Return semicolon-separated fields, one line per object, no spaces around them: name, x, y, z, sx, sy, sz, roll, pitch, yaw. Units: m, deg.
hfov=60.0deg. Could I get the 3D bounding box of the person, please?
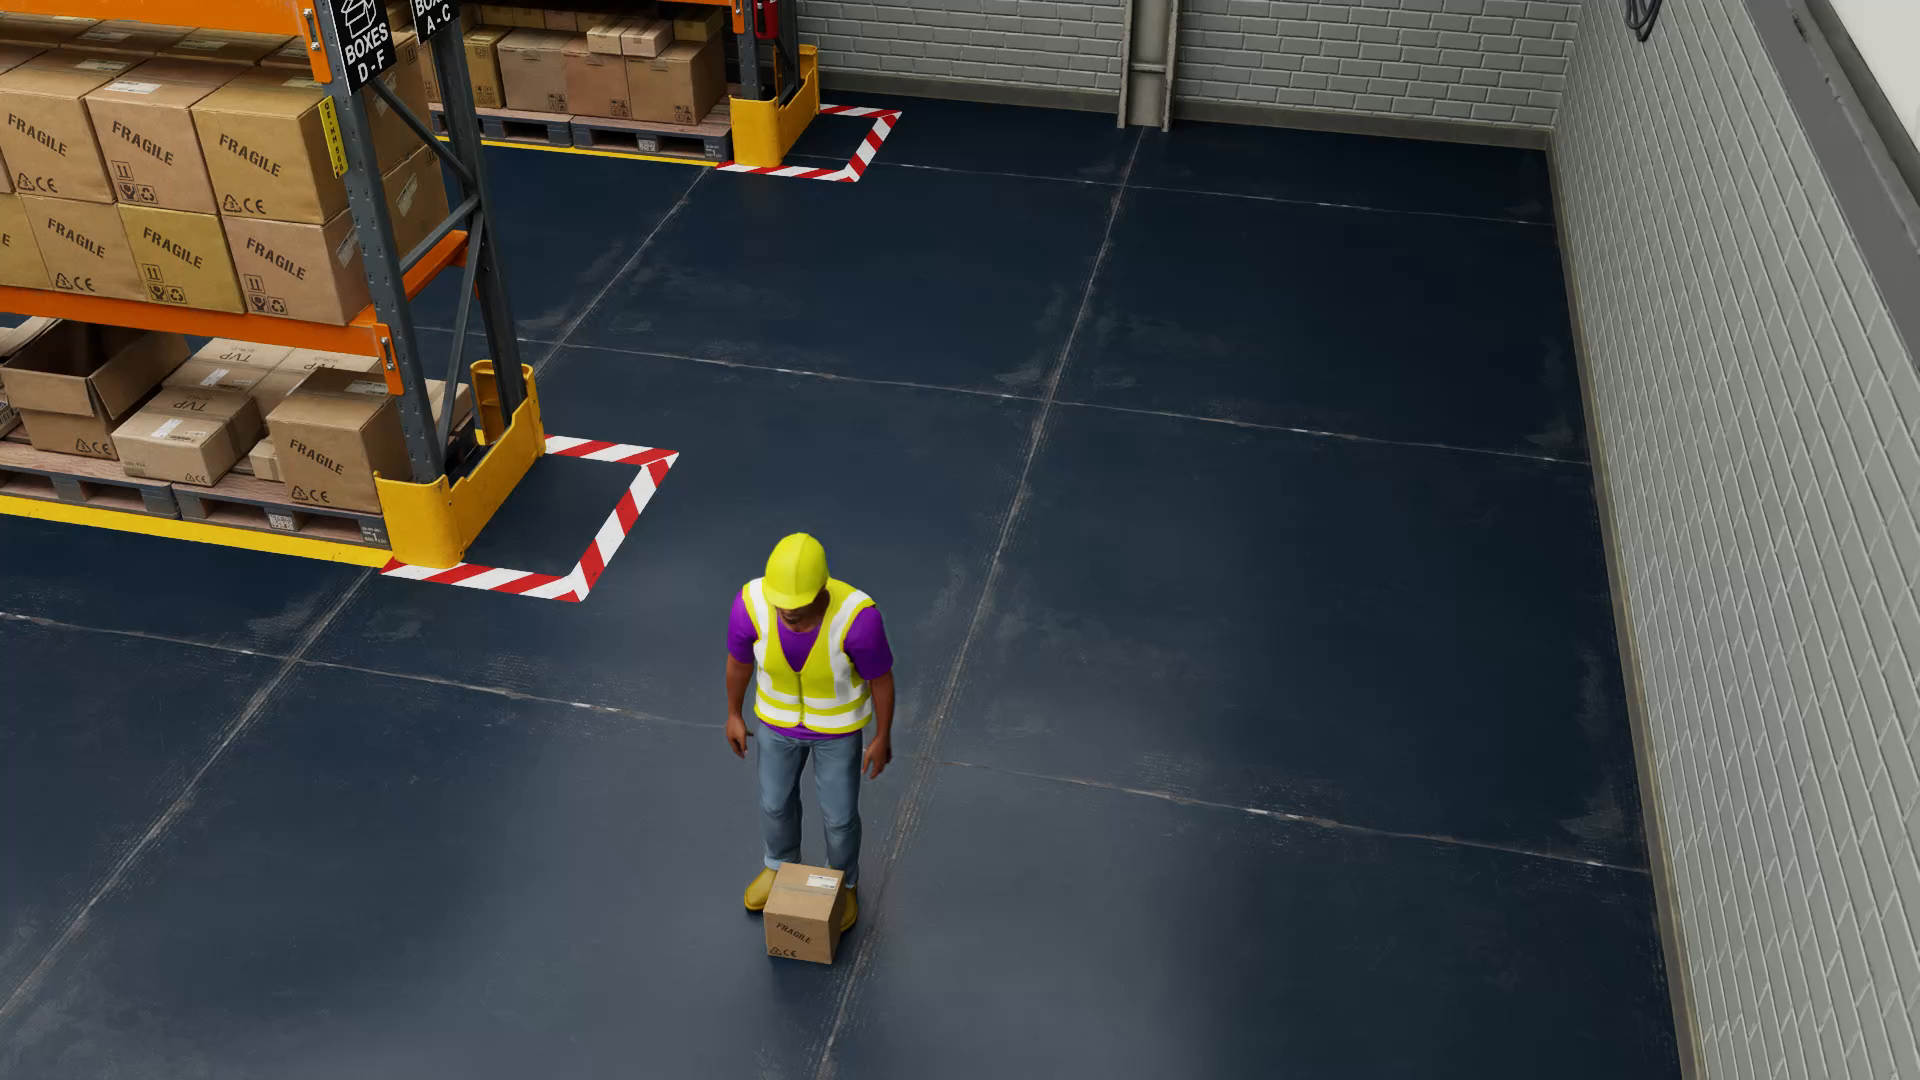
person;-0.548;0.674;6.034;0.627;1.761;0.460;7;37;10
